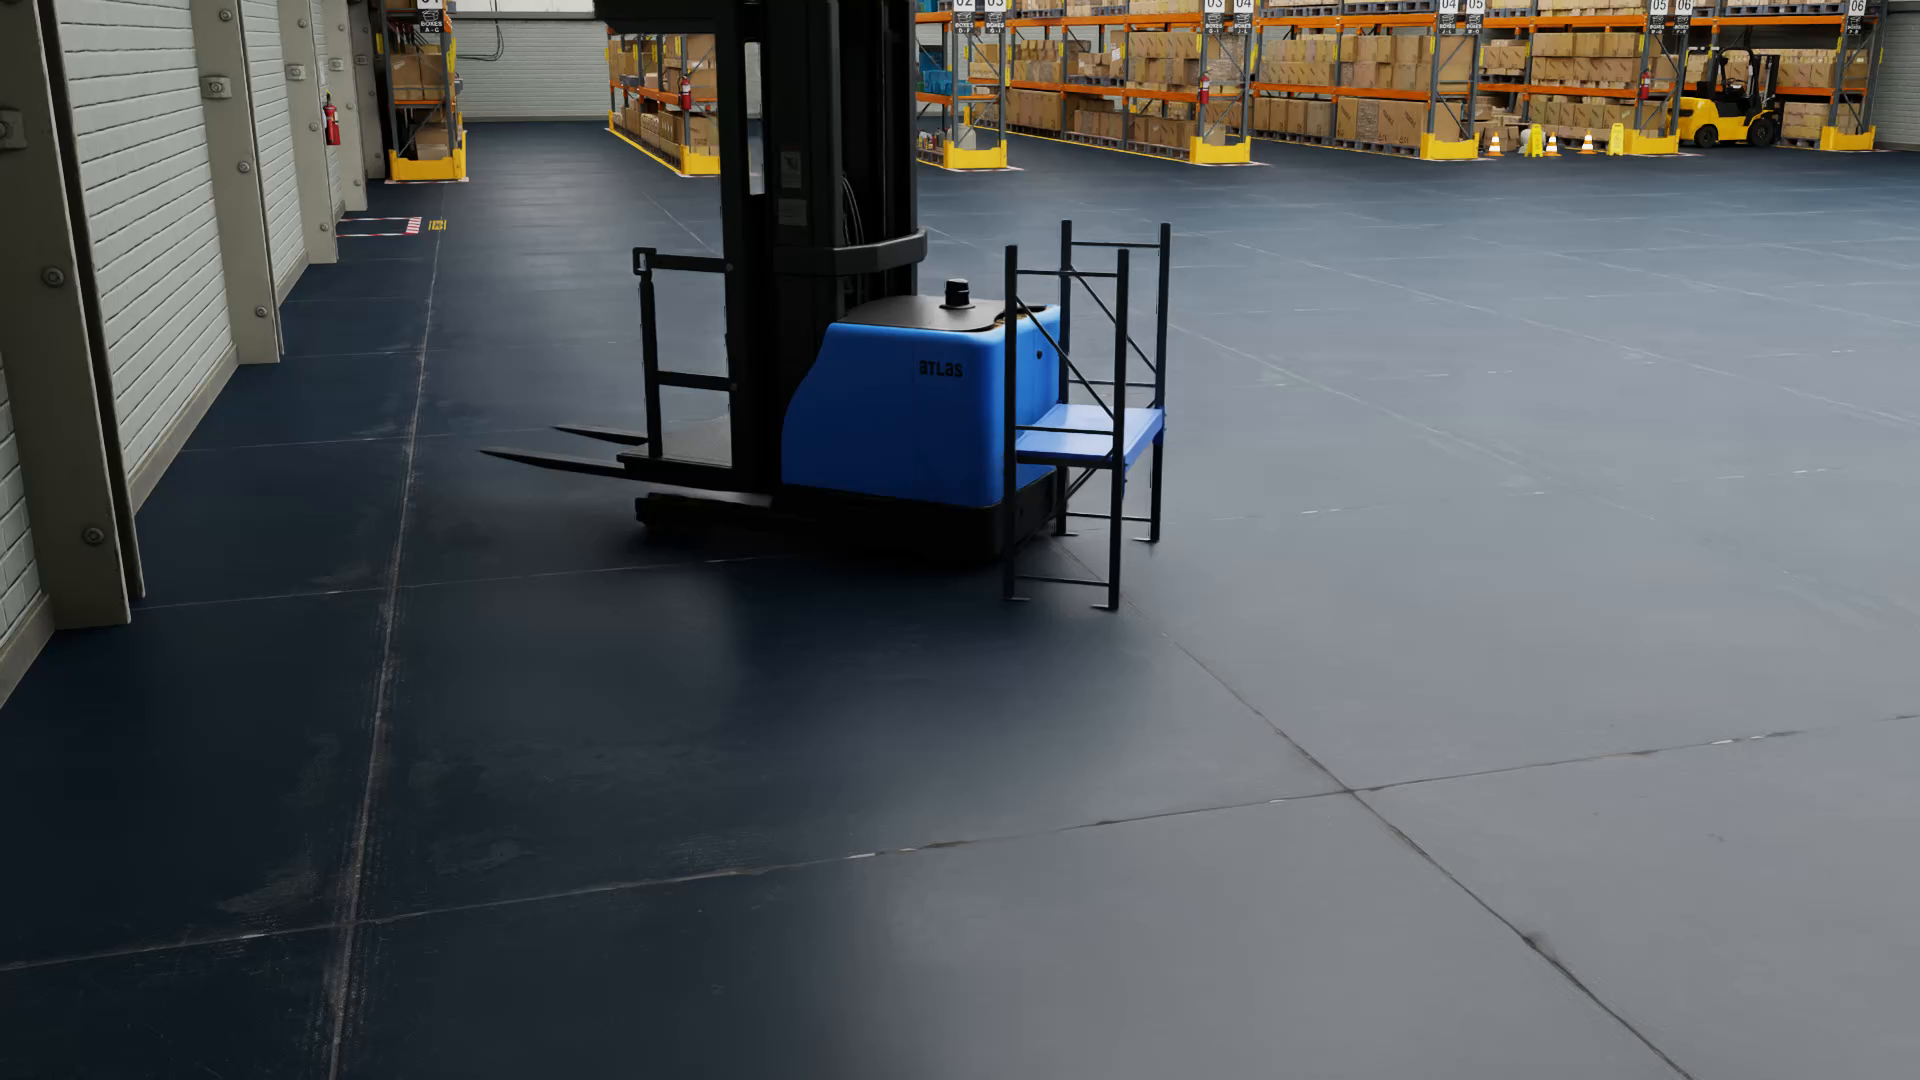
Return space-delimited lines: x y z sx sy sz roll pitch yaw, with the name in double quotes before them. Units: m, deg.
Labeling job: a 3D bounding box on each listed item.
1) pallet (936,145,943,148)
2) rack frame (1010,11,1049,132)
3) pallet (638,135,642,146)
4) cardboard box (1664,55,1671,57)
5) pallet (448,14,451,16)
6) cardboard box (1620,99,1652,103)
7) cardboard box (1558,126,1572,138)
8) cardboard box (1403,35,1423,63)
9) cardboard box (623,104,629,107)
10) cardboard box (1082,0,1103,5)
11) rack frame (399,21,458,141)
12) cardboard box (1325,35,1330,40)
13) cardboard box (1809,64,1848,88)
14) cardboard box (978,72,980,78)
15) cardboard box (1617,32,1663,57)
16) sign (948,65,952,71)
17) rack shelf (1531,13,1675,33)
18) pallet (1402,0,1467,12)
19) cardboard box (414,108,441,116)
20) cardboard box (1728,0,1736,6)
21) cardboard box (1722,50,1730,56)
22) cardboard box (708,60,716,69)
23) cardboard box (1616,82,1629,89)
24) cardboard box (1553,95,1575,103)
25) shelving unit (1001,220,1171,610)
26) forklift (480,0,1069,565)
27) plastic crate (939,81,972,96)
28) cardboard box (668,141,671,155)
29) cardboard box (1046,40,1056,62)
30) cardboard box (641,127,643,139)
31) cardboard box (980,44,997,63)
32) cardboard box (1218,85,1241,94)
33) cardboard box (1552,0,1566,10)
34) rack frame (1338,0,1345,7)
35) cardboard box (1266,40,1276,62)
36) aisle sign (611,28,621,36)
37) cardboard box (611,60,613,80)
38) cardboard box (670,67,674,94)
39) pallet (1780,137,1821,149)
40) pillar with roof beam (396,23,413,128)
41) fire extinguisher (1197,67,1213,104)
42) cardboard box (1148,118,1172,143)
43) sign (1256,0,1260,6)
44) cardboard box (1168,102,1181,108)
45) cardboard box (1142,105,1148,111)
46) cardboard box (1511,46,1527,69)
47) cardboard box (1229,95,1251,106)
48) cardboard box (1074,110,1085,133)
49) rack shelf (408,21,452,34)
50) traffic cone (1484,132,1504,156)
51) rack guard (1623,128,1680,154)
"pallet" -0.609 -8.015 34.268 1.003 0.211 1.213 -5 17 -15
"rack frame" 1.810 -12.144 43.166 1.000 3.000 0.127 -5 17 -15
"pallet" -6.785 -9.129 37.978 1.003 0.211 1.213 -5 17 -15
"cardboard box" 17.622 -11.895 41.035 0.380 0.149 0.250 -5 17 -15
"pallet" -11.606 -11.383 35.747 1.213 0.211 1.003 -4 17 -13
"cardboard box" 17.368 -11.105 43.104 0.875 0.625 0.625 -4 17 -13
"cardboard box" 13.745 -9.121 37.152 0.500 0.250 0.500 -5 17 -16
"cardboard box" 9.600 -10.028 33.986 0.875 0.550 0.550 -5 17 -15
"cardboard box" -8.237 -10.896 42.587 0.797 0.503 0.637 -5 17 -15
"cardboard box" 3.072 -12.332 37.535 0.500 0.500 0.500 -5 17 -17
"rack frame" -11.378 -9.863 35.572 1.000 3.000 0.127 -5 17 -15
"cardboard box" 10.575 -14.250 47.139 0.380 0.149 0.250 -5 17 -15
"cardboard box" 19.020 -10.165 36.404 0.500 0.500 0.500 -5 17 -16
"cardboard box" 0.706 -12.792 45.761 0.380 0.149 0.250 -5 17 -16
"cardboard box" 14.286 -10.401 34.936 0.700 0.500 0.500 -5 17 -17
"sign" -0.222 -9.713 34.591 0.100 0.325 0.005 -5 17 -15
"rack shelf" 14.087 -11.253 36.238 1.077 0.370 4.000 -5 17 -15
"pallet" 9.691 -10.787 33.590 1.003 0.211 1.213 -5 17 -15
"cardboard box" -10.768 -8.596 33.633 0.500 0.250 0.500 -5 17 -17
"cardboard box" 18.140 -12.525 38.755 0.380 0.149 0.250 -4 17 -14
"cardboard box" 18.111 -11.498 39.196 0.380 0.149 0.250 -4 17 -14
"cardboard box" -4.319 -8.527 29.823 0.380 0.149 0.250 -5 17 -16
"cardboard box" 14.152 -9.636 35.253 0.380 0.149 0.250 -5 17 -16
"cardboard box" 13.559 -9.903 37.324 0.380 0.149 0.250 -4 17 -13
"shelving unit" 0.568 -0.588 7.302 0.538 1.500 1.048 5 17 15
"forklift" -1.020 -1.560 8.051 3.031 2.935 1.130 8 18 24
"plastic crate" -0.080 -8.477 31.216 0.499 0.251 0.616 -5 17 -15
"cardboard box" -5.273 -7.466 31.642 0.500 0.250 0.500 -5 17 -15
"cardboard box" 2.548 -11.950 40.603 0.797 0.503 0.637 -4 17 -14
"cardboard box" -6.755 -8.972 36.655 0.500 0.250 0.500 -5 17 -15
"cardboard box" 0.869 -13.245 45.272 0.500 0.500 0.500 -5 17 -17
"cardboard box" 5.259 -8.802 32.478 0.380 0.149 0.250 -5 17 -15
"cardboard box" 13.545 -11.937 37.006 0.500 0.250 0.500 -5 17 -16
"rack frame" 8.805 -13.169 36.149 1.000 3.000 0.127 -5 17 -15
"cardboard box" 7.820 -11.804 40.121 0.700 0.500 0.500 -5 17 -16
"aisle sign" -9.116 -13.709 43.858 0.394 0.787 0.004 -5 17 -15
"cardboard box" -8.800 -12.230 43.280 0.500 0.500 0.500 -5 17 -16
"cardboard box" -5.238 -8.929 32.290 0.700 0.500 0.500 -5 17 -16
"pallet" 19.157 -8.874 37.129 1.003 0.211 1.213 -5 17 -15
"pillar with roof beam" -11.011 -15.968 45.467 9.100 9.000 0.400 -5 17 -15
"fire extinguisher" 4.696 -8.720 31.901 0.296 0.674 0.183 -5 17 -15
"cardboard box" 4.245 -8.663 35.195 0.500 0.500 0.500 1 17 2
"sign" 7.184 -13.044 40.049 0.100 0.325 0.005 -5 17 -15
"cardboard box" 5.916 -11.988 45.839 0.380 0.149 0.250 -6 18 -18
"cardboard box" 5.426 -12.347 47.552 0.380 0.149 0.250 -5 17 -16
"cardboard box" 13.189 -11.216 38.655 0.500 0.500 0.500 -5 17 -16
"cardboard box" 7.117 -11.072 41.910 0.500 0.250 0.500 -4 17 -14
"cardboard box" 3.113 -9.867 39.168 0.700 0.500 0.500 -6 18 -18
"rack shelf" -13.027 -12.614 40.769 1.077 0.370 4.000 -5 17 -15
"traffic cone" 11.124 -8.233 34.556 0.336 0.463 0.334 -5 17 -15
"rack guard" 14.615 -8.432 35.154 1.175 0.500 0.348 -5 17 -15
